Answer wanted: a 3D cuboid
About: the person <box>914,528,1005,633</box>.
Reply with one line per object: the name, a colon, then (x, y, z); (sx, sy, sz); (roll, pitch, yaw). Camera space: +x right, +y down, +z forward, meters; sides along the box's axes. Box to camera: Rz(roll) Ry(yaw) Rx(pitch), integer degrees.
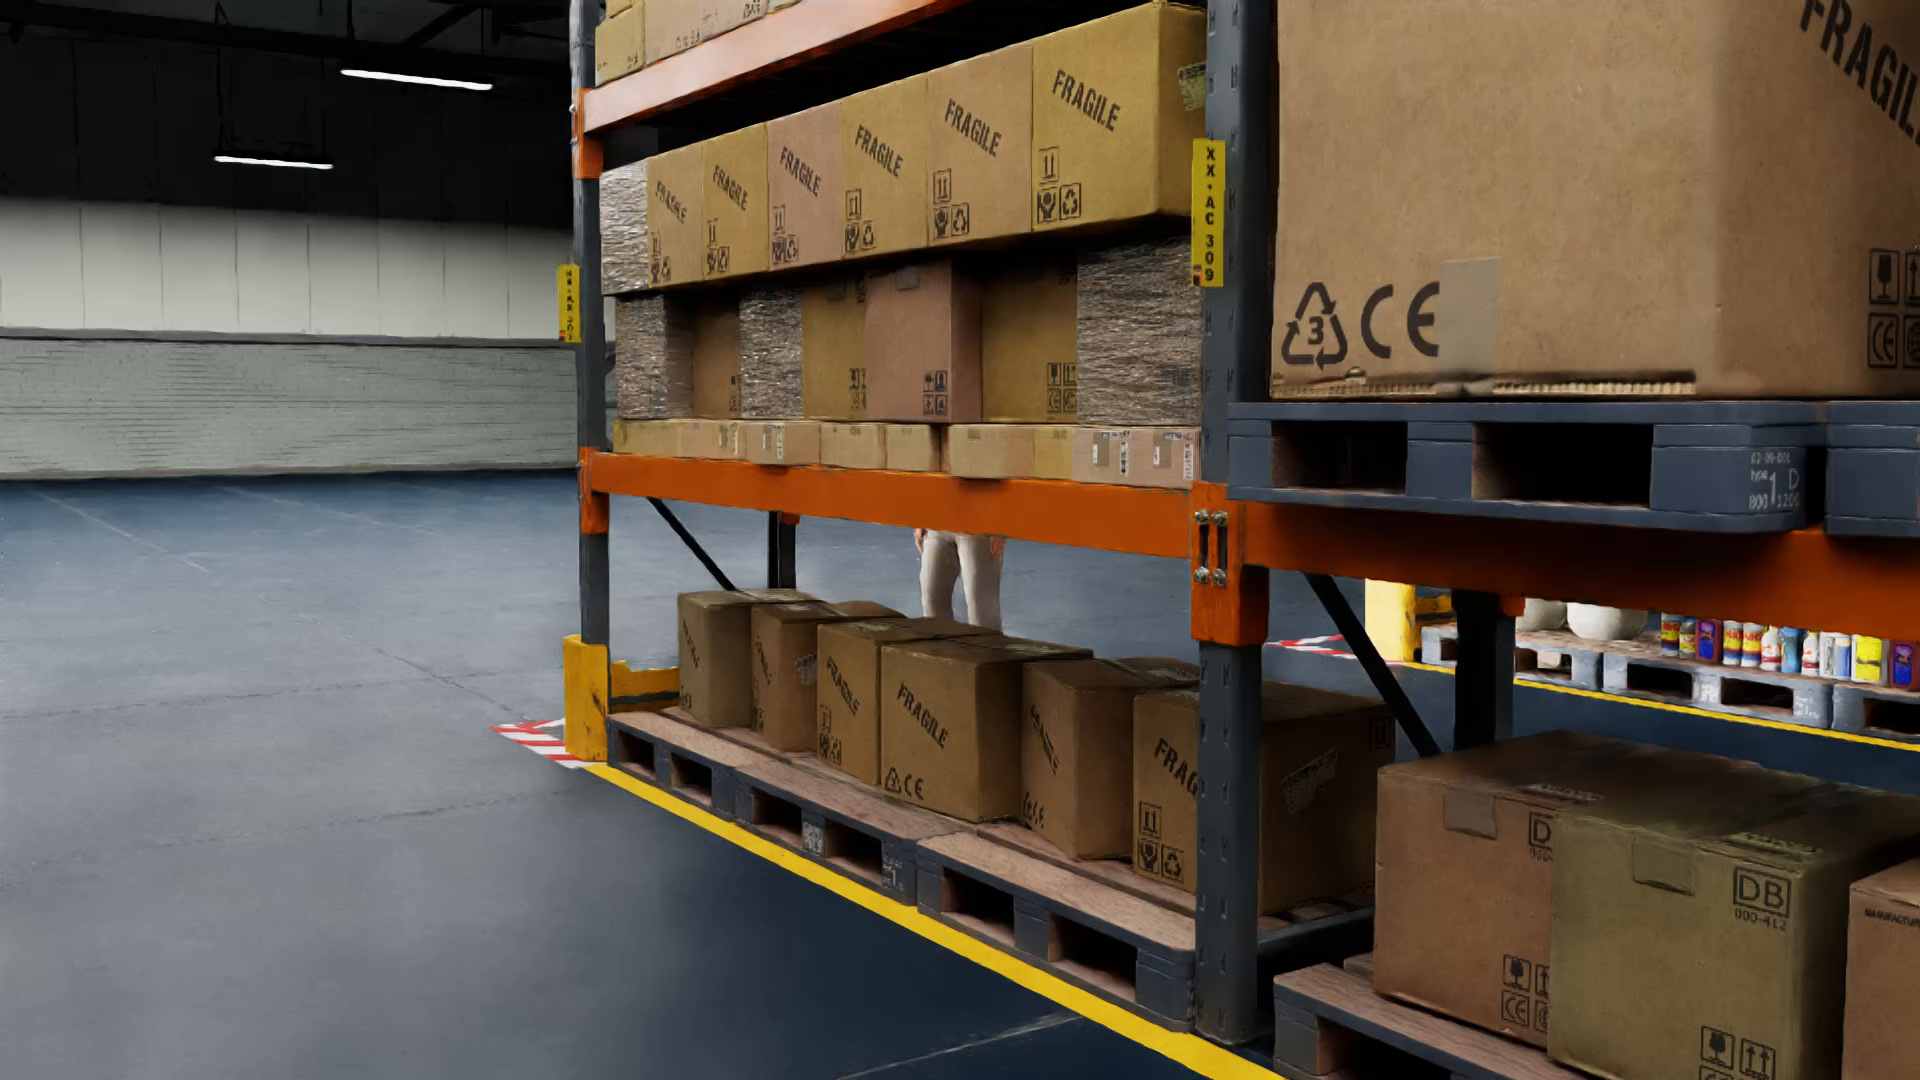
person: (-0.010, -0.035, 8.462); (0.582, 1.784, 0.399); (3, 5, 31)
